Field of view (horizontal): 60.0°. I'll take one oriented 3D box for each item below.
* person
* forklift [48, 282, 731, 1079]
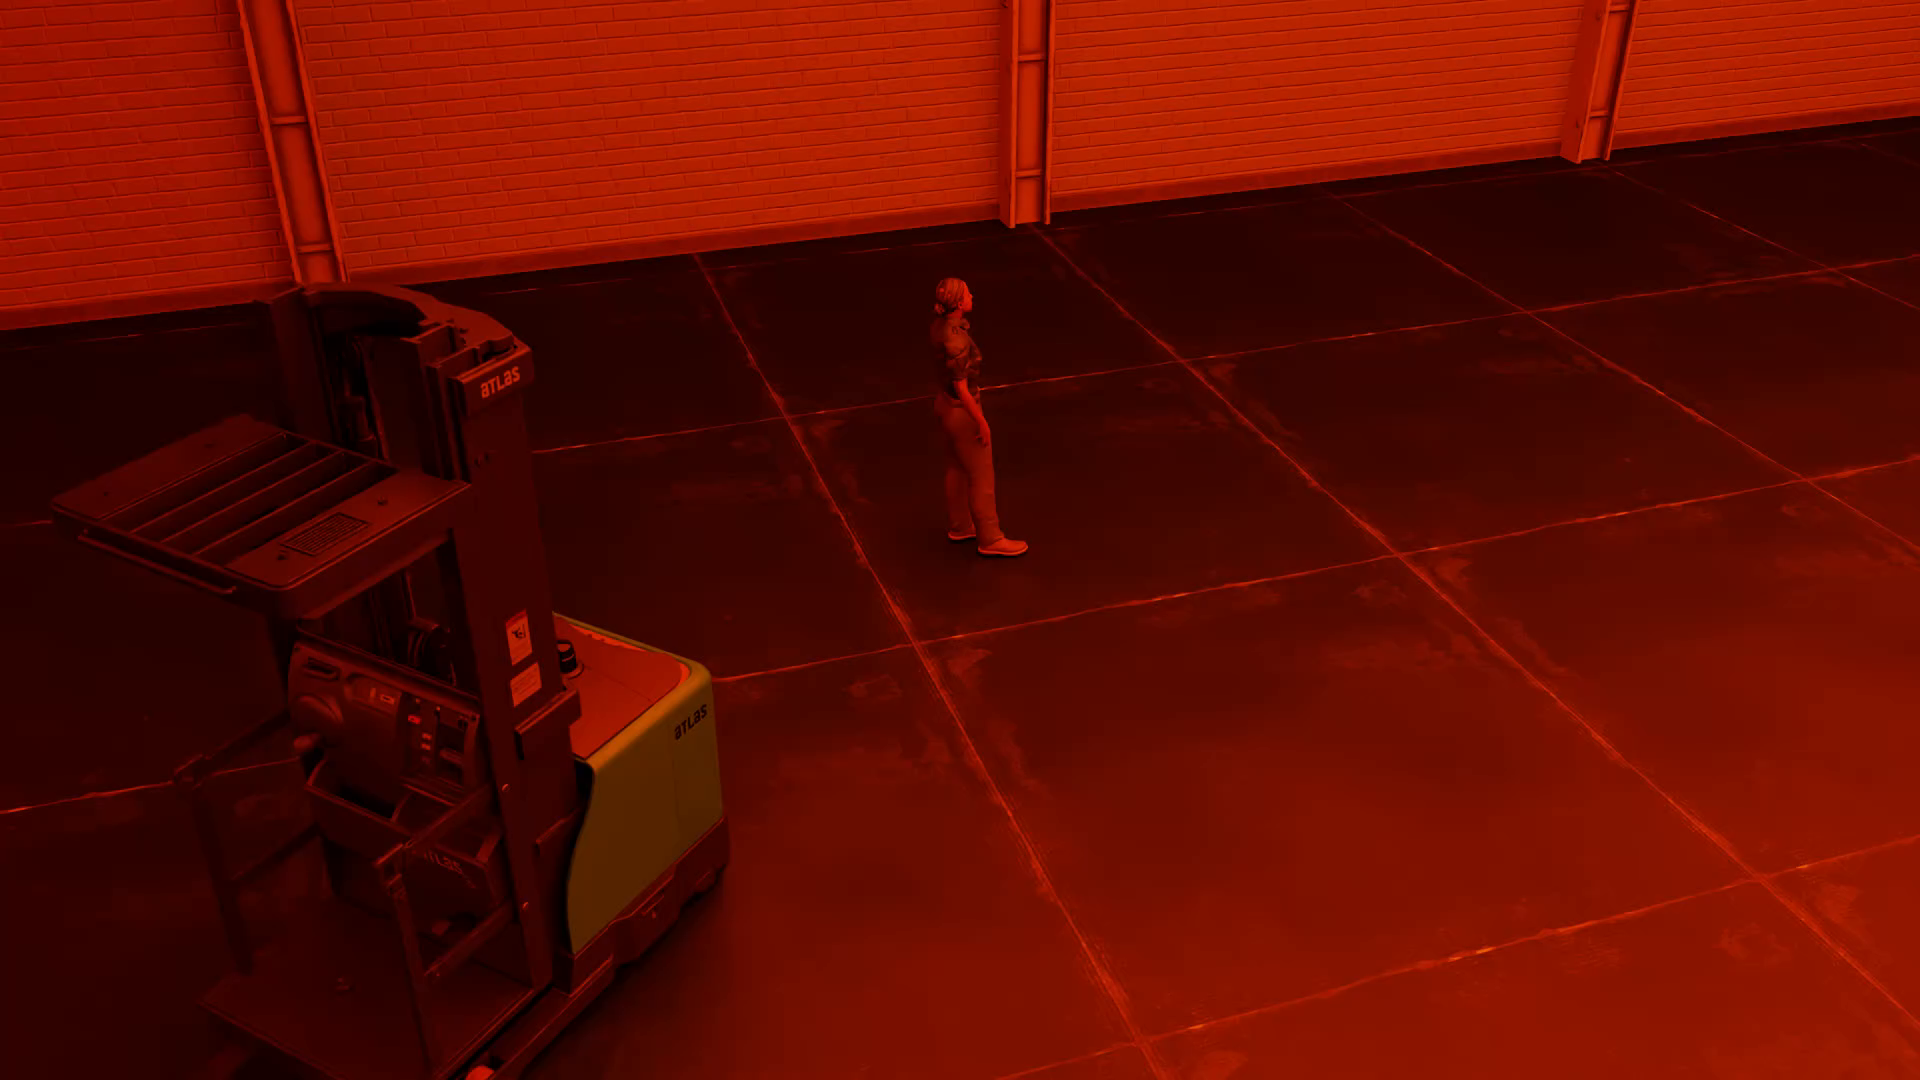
[{"bbox_3d":[0.089,-0.728,9.618,0.504,1.654,0.569,-10,31,-16],"label":"person"},{"bbox_3d":[-2.193,0.708,5.857,1.130,2.935,3.031,16,34,25],"label":"forklift"}]
